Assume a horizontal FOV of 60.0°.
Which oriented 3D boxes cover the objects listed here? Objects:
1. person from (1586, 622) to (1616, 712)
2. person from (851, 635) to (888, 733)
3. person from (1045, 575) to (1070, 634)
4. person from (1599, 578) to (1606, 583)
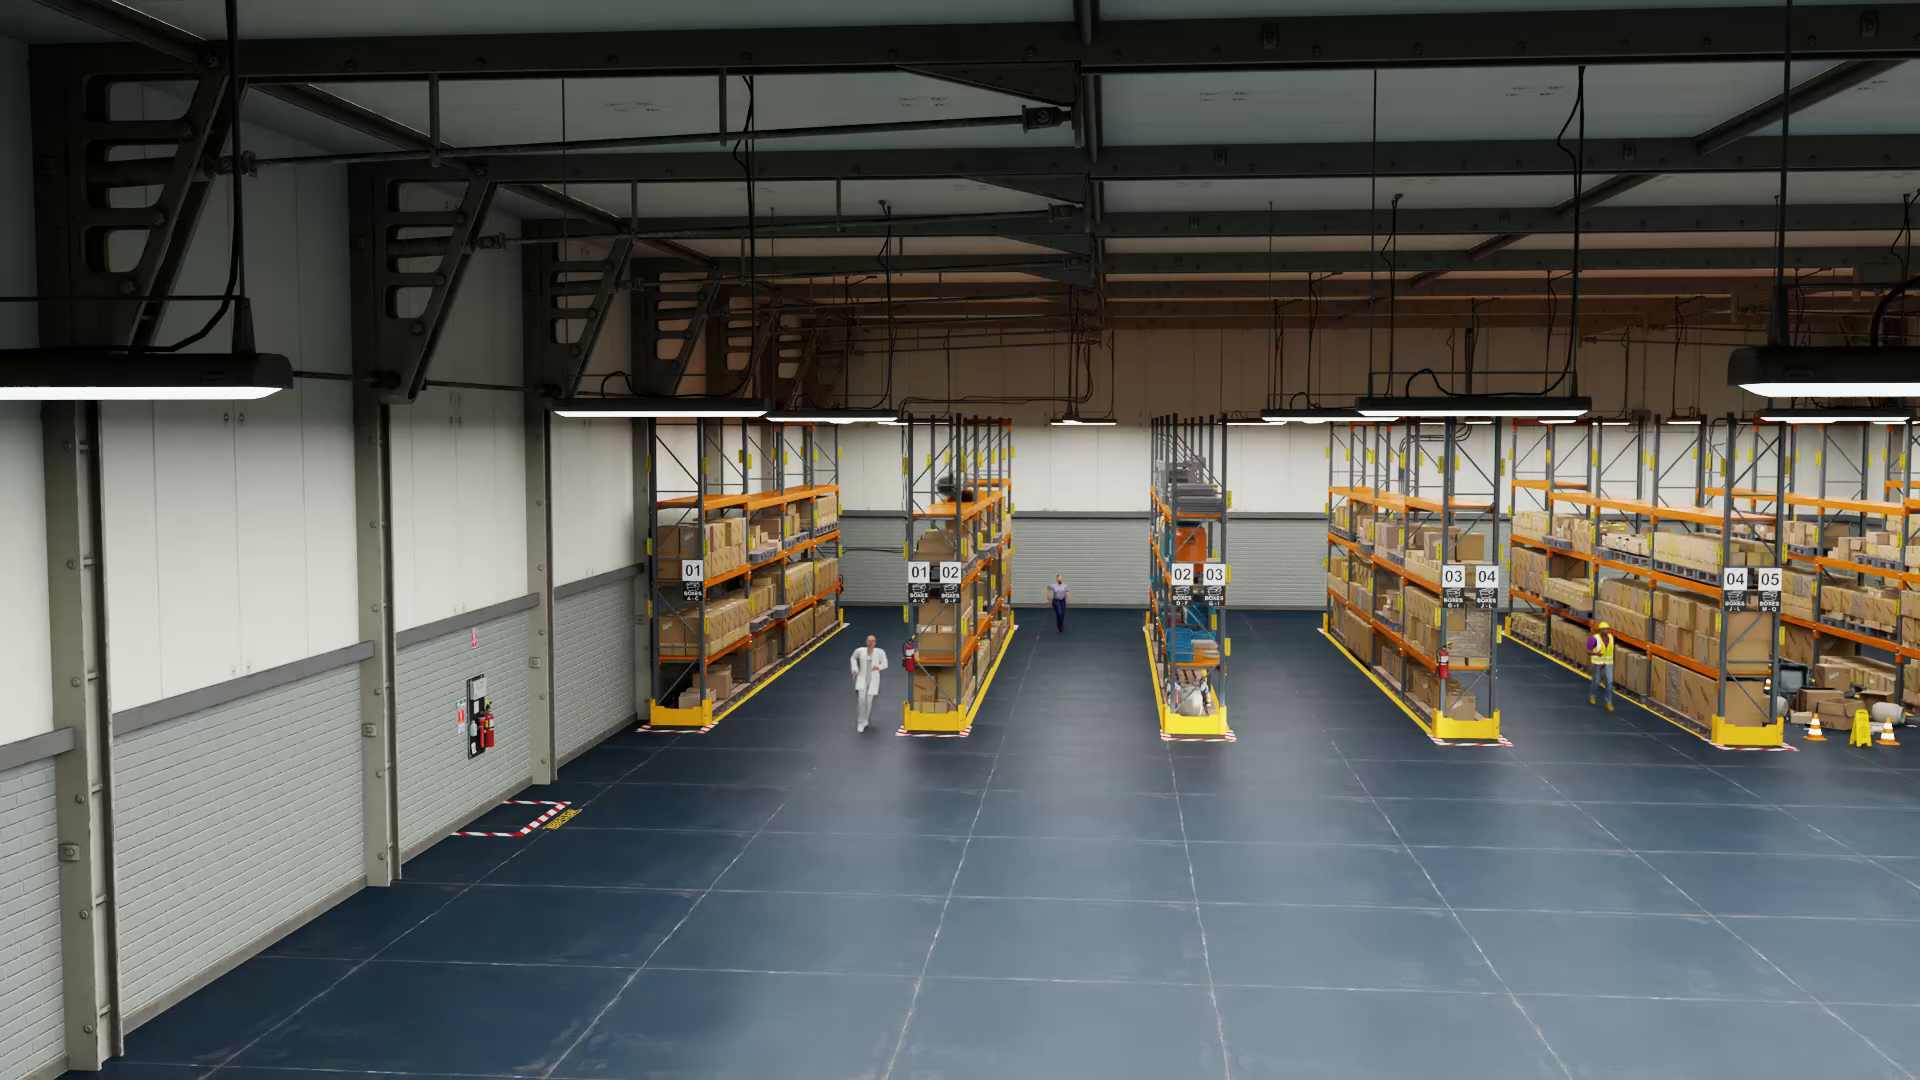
[{"bbox_3d":[13.079,2.548,33.926,0.640,1.796,0.890,0,4,6],"label":"person"},{"bbox_3d":[-1.726,2.714,31.706,0.711,1.803,0.888,0,4,-5],"label":"person"},{"bbox_3d":[2.759,1.780,46.426,0.649,1.635,0.726,-1,4,-19],"label":"person"},{"bbox_3d":[17.075,1.890,44.111,0.662,1.770,0.868,0,4,6],"label":"person"}]
